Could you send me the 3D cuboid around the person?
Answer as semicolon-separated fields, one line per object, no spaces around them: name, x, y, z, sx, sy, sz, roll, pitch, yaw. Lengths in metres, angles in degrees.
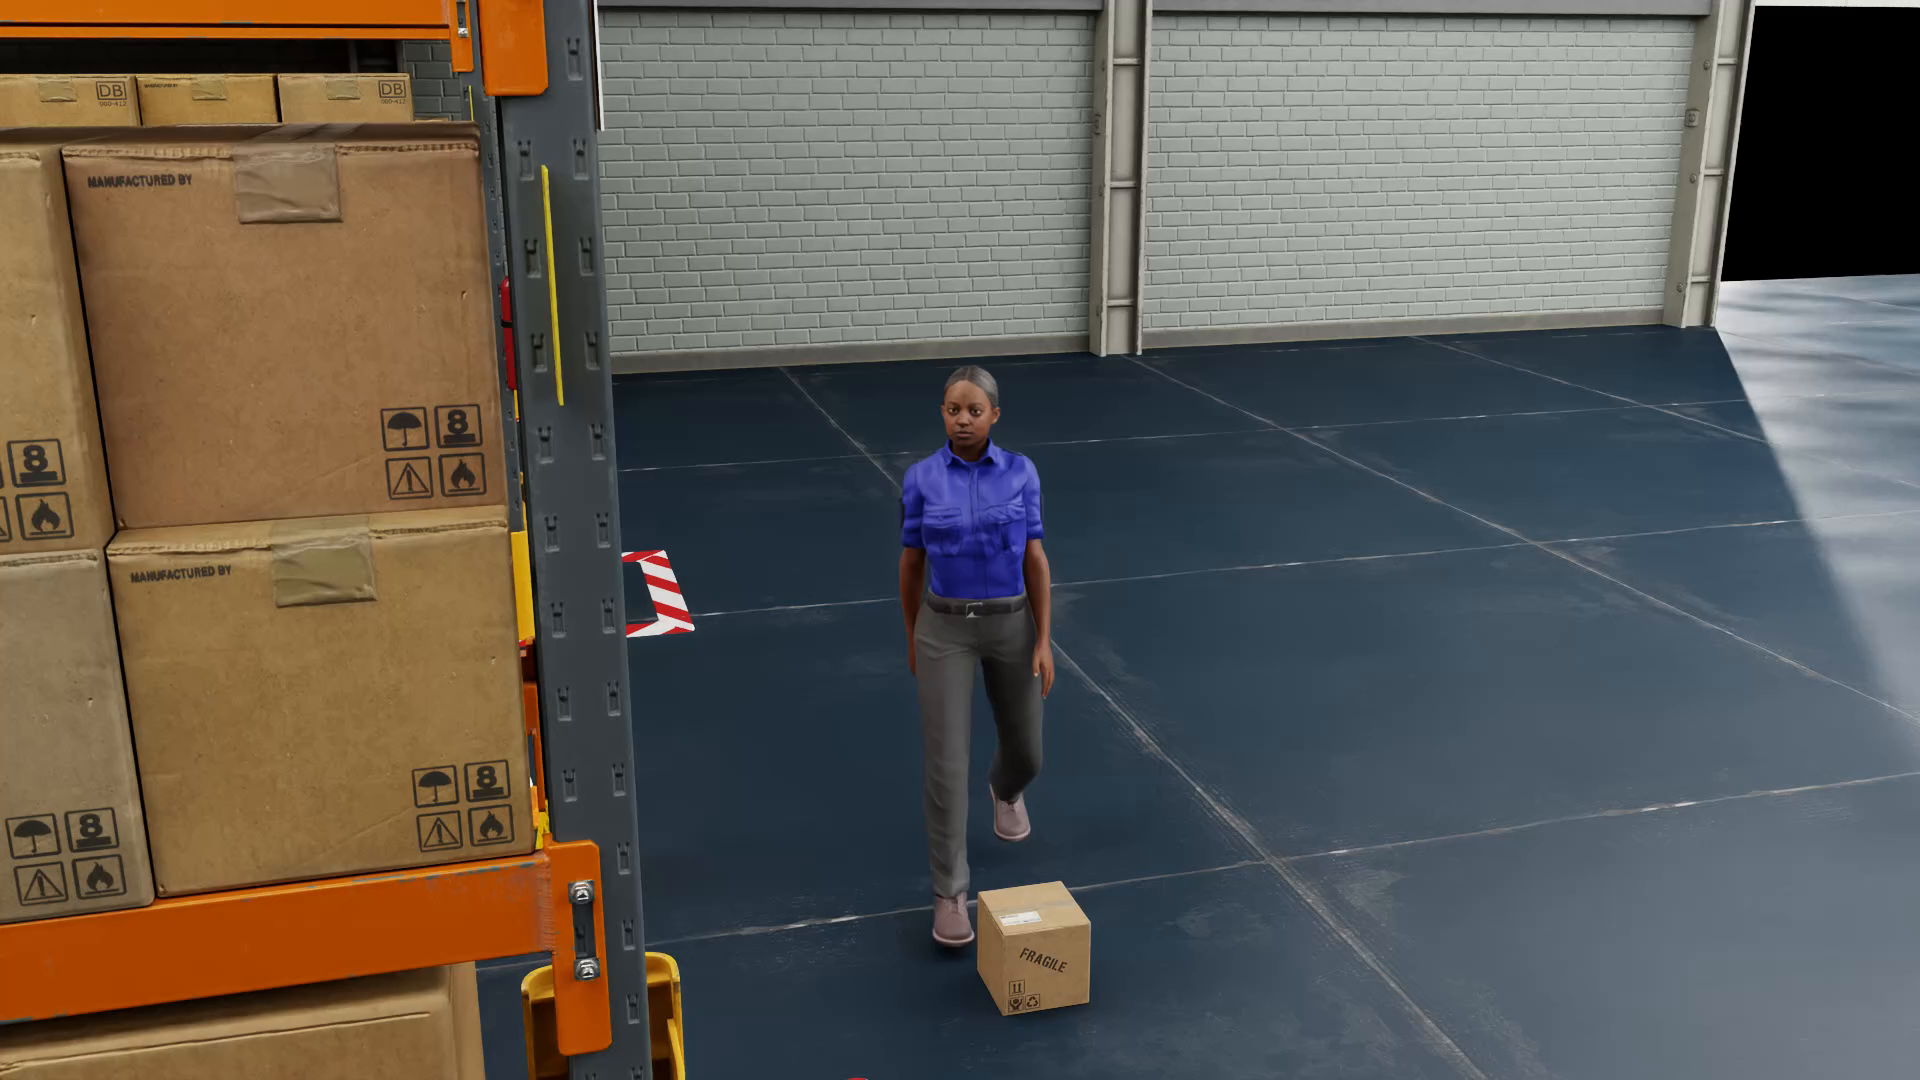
person;0.049;0.298;4.978;0.444;1.619;0.827;-2;16;-6
